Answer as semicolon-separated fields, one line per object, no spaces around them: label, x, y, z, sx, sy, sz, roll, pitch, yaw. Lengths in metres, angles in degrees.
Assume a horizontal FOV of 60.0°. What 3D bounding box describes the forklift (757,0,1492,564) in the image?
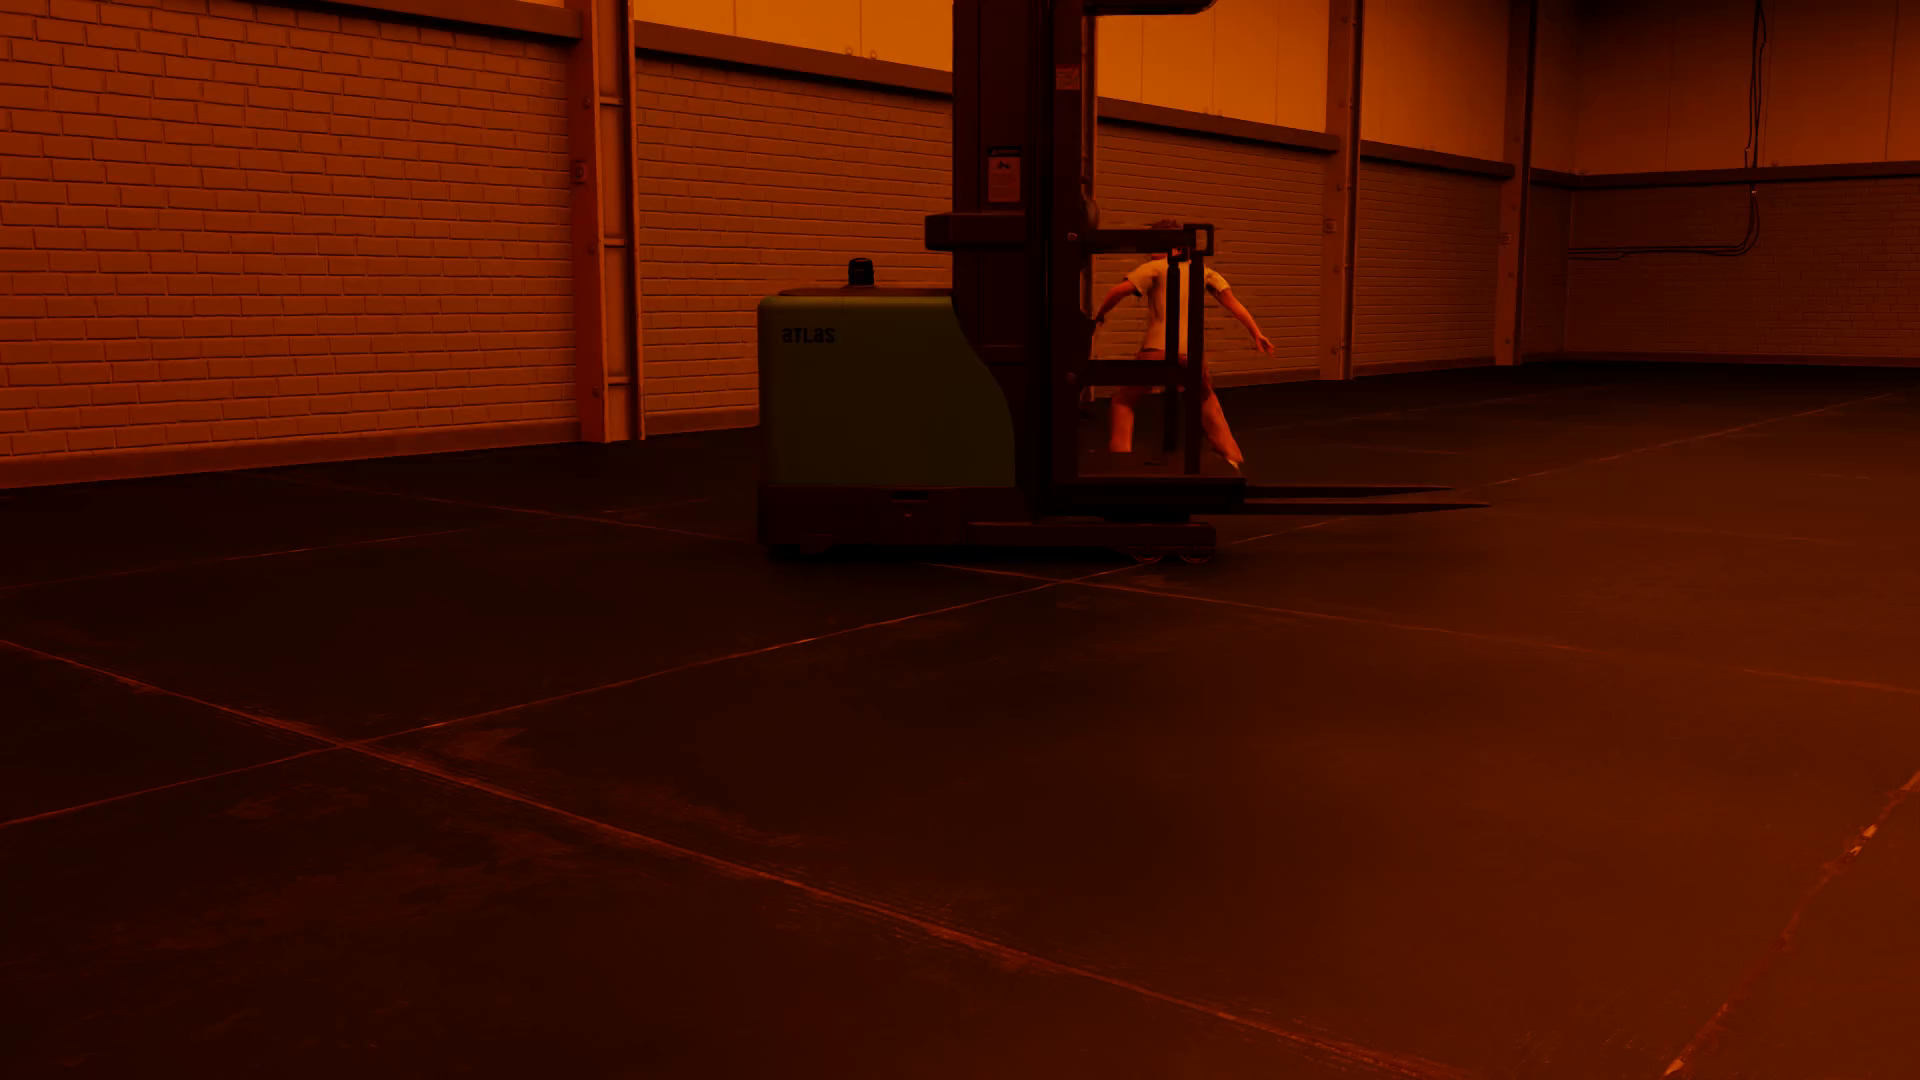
forklift;0.693;-1.431;7.059;3.031;2.935;1.130;0;8;2

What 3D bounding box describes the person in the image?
person;1.257;-1.018;9.479;0.955;1.611;0.522;-2;8;-10
